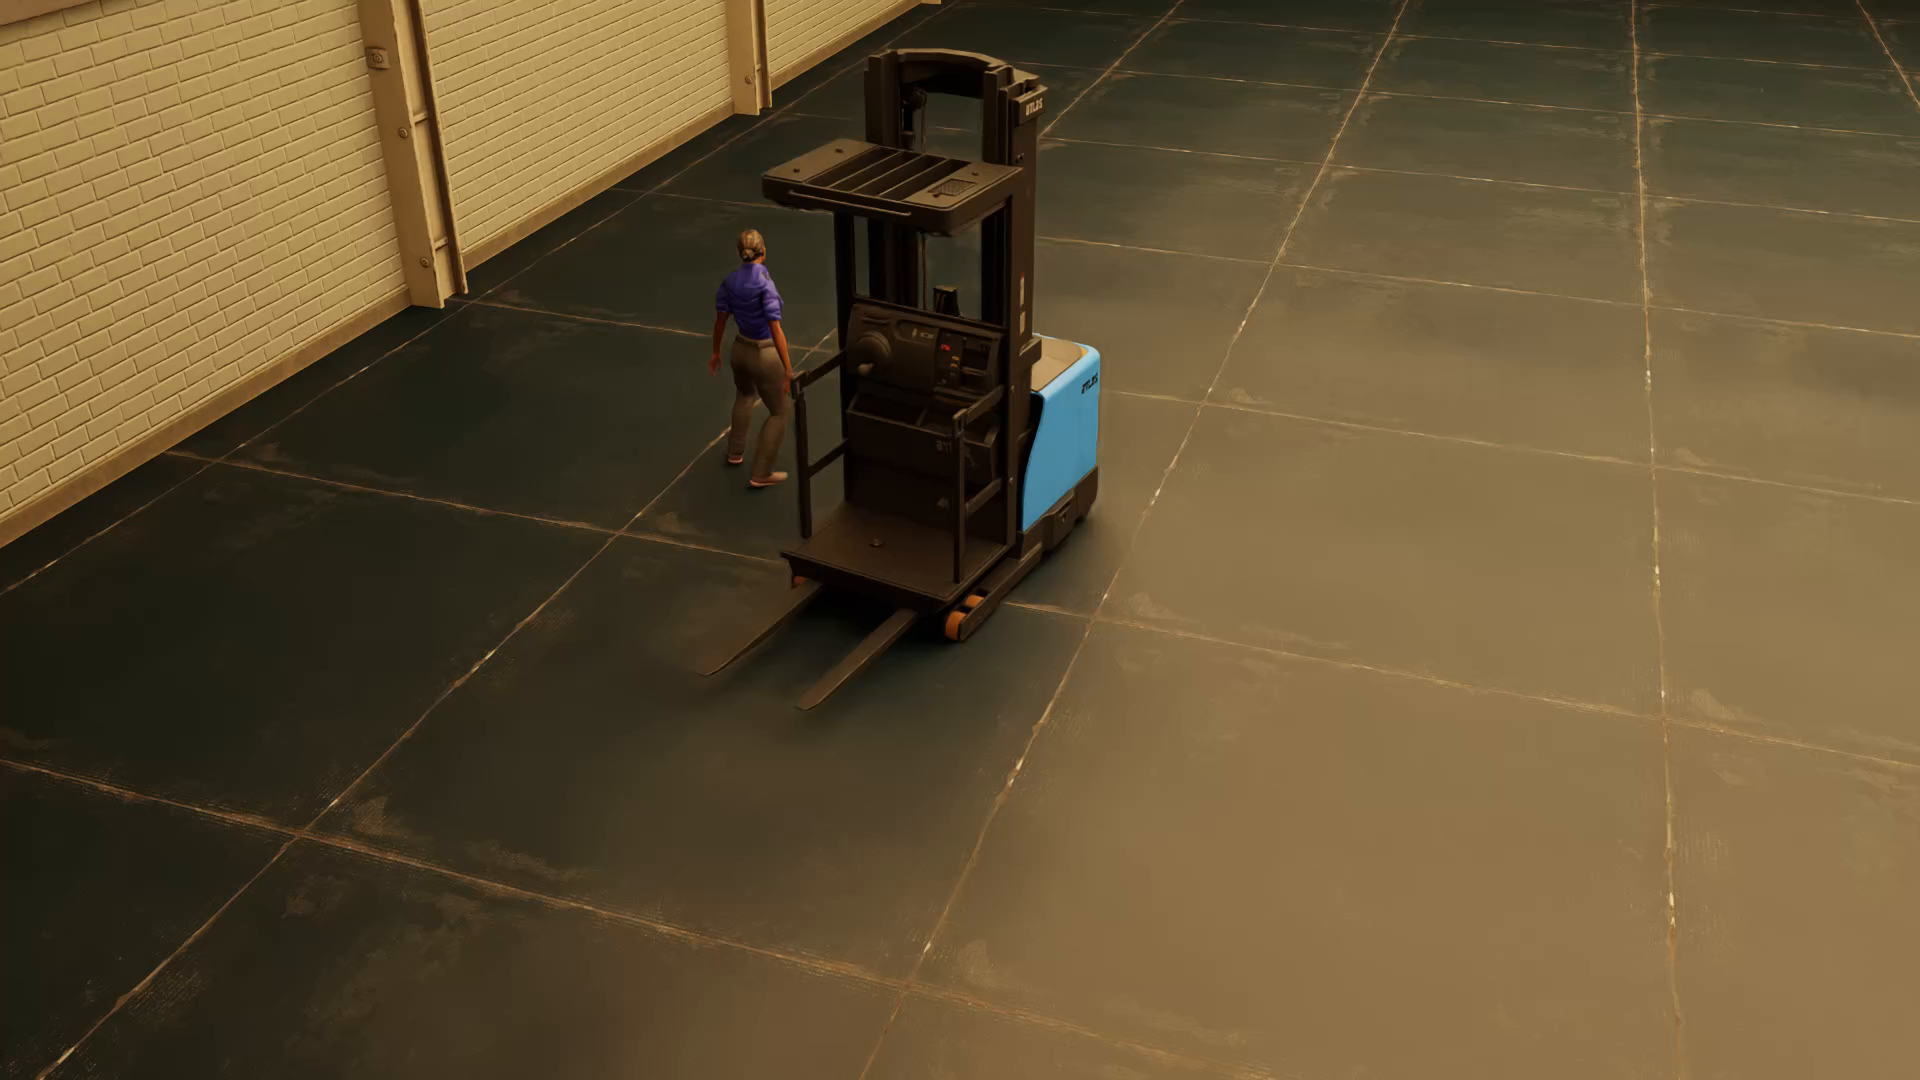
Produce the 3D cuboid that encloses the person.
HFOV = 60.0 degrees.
[{"bbox_3d":[-1.309,-1.136,10.498,0.797,1.632,0.403,24,37,35],"label":"person"}]

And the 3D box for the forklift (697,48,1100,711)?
[{"bbox_3d":[-0.306,-0.975,8.847,1.130,2.935,3.031,16,33,25],"label":"forklift"}]
